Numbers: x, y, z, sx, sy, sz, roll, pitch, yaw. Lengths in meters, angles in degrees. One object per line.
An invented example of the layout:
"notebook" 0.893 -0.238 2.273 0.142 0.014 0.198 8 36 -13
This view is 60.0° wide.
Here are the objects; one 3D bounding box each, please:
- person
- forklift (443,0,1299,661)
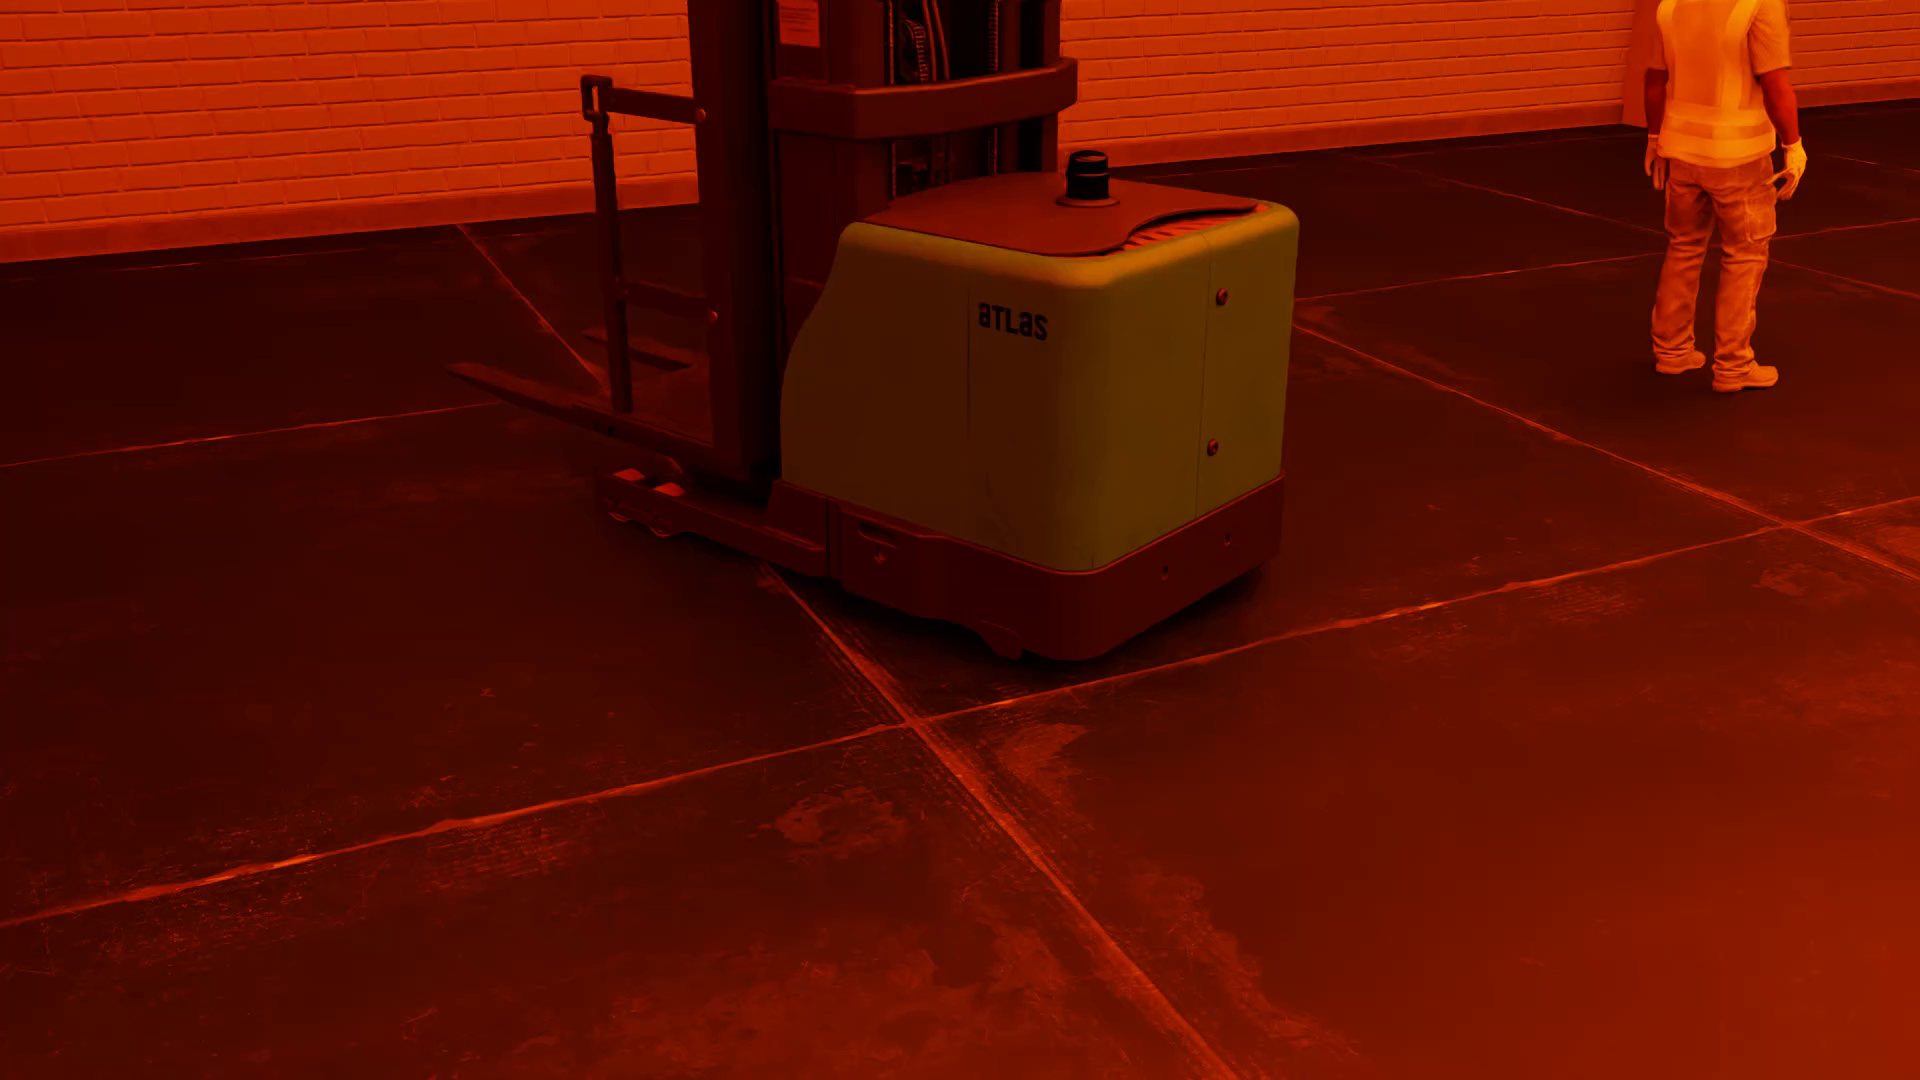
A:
"person" 2.925 -1.476 6.344 0.503 1.795 0.650 -12 25 -26
"forklift" -0.514 -1.496 4.888 3.031 2.935 1.130 18 29 37
